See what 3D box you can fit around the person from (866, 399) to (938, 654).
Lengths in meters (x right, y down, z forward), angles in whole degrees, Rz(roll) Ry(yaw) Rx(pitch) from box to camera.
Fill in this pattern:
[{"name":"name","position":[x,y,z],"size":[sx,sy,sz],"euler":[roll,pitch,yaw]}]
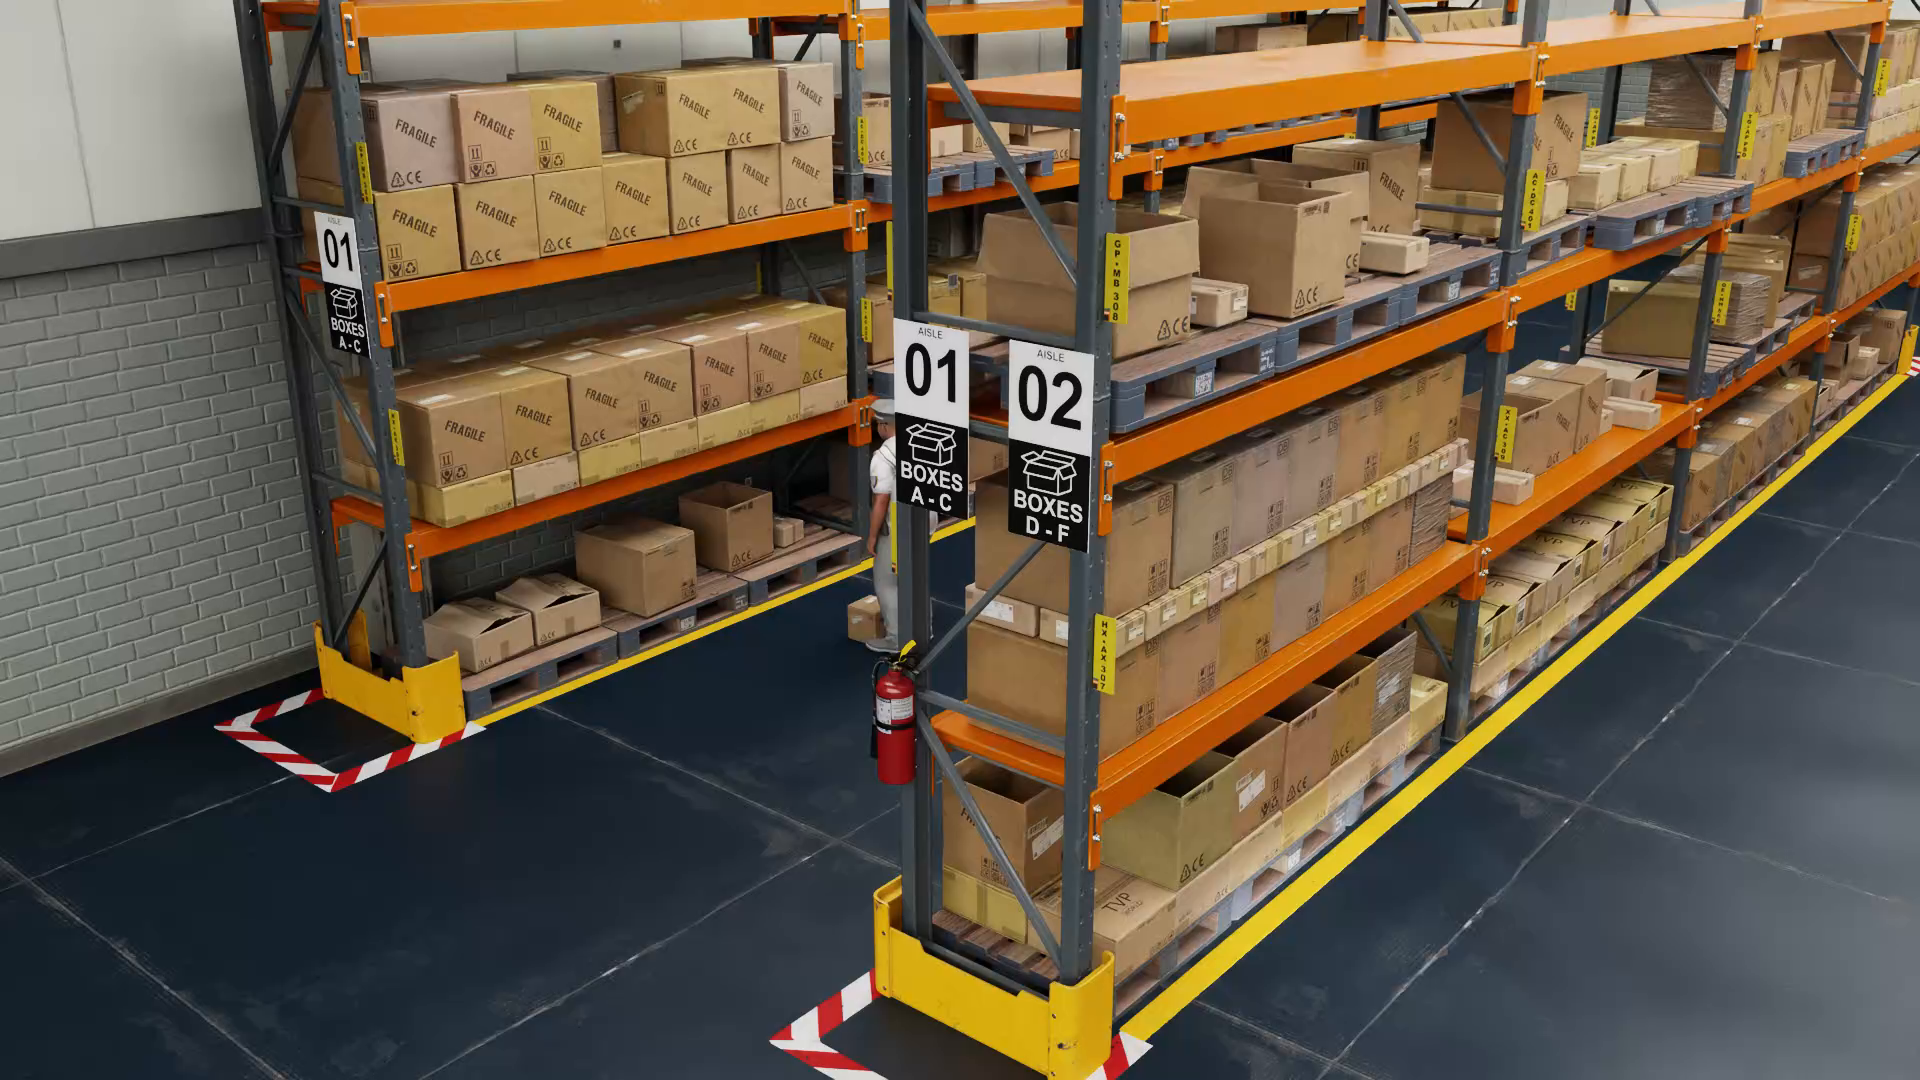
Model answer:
[{"name":"person","position":[-0.390,-0.085,11.296],"size":[0.439,1.748,0.586],"euler":[16,25,37]}]
